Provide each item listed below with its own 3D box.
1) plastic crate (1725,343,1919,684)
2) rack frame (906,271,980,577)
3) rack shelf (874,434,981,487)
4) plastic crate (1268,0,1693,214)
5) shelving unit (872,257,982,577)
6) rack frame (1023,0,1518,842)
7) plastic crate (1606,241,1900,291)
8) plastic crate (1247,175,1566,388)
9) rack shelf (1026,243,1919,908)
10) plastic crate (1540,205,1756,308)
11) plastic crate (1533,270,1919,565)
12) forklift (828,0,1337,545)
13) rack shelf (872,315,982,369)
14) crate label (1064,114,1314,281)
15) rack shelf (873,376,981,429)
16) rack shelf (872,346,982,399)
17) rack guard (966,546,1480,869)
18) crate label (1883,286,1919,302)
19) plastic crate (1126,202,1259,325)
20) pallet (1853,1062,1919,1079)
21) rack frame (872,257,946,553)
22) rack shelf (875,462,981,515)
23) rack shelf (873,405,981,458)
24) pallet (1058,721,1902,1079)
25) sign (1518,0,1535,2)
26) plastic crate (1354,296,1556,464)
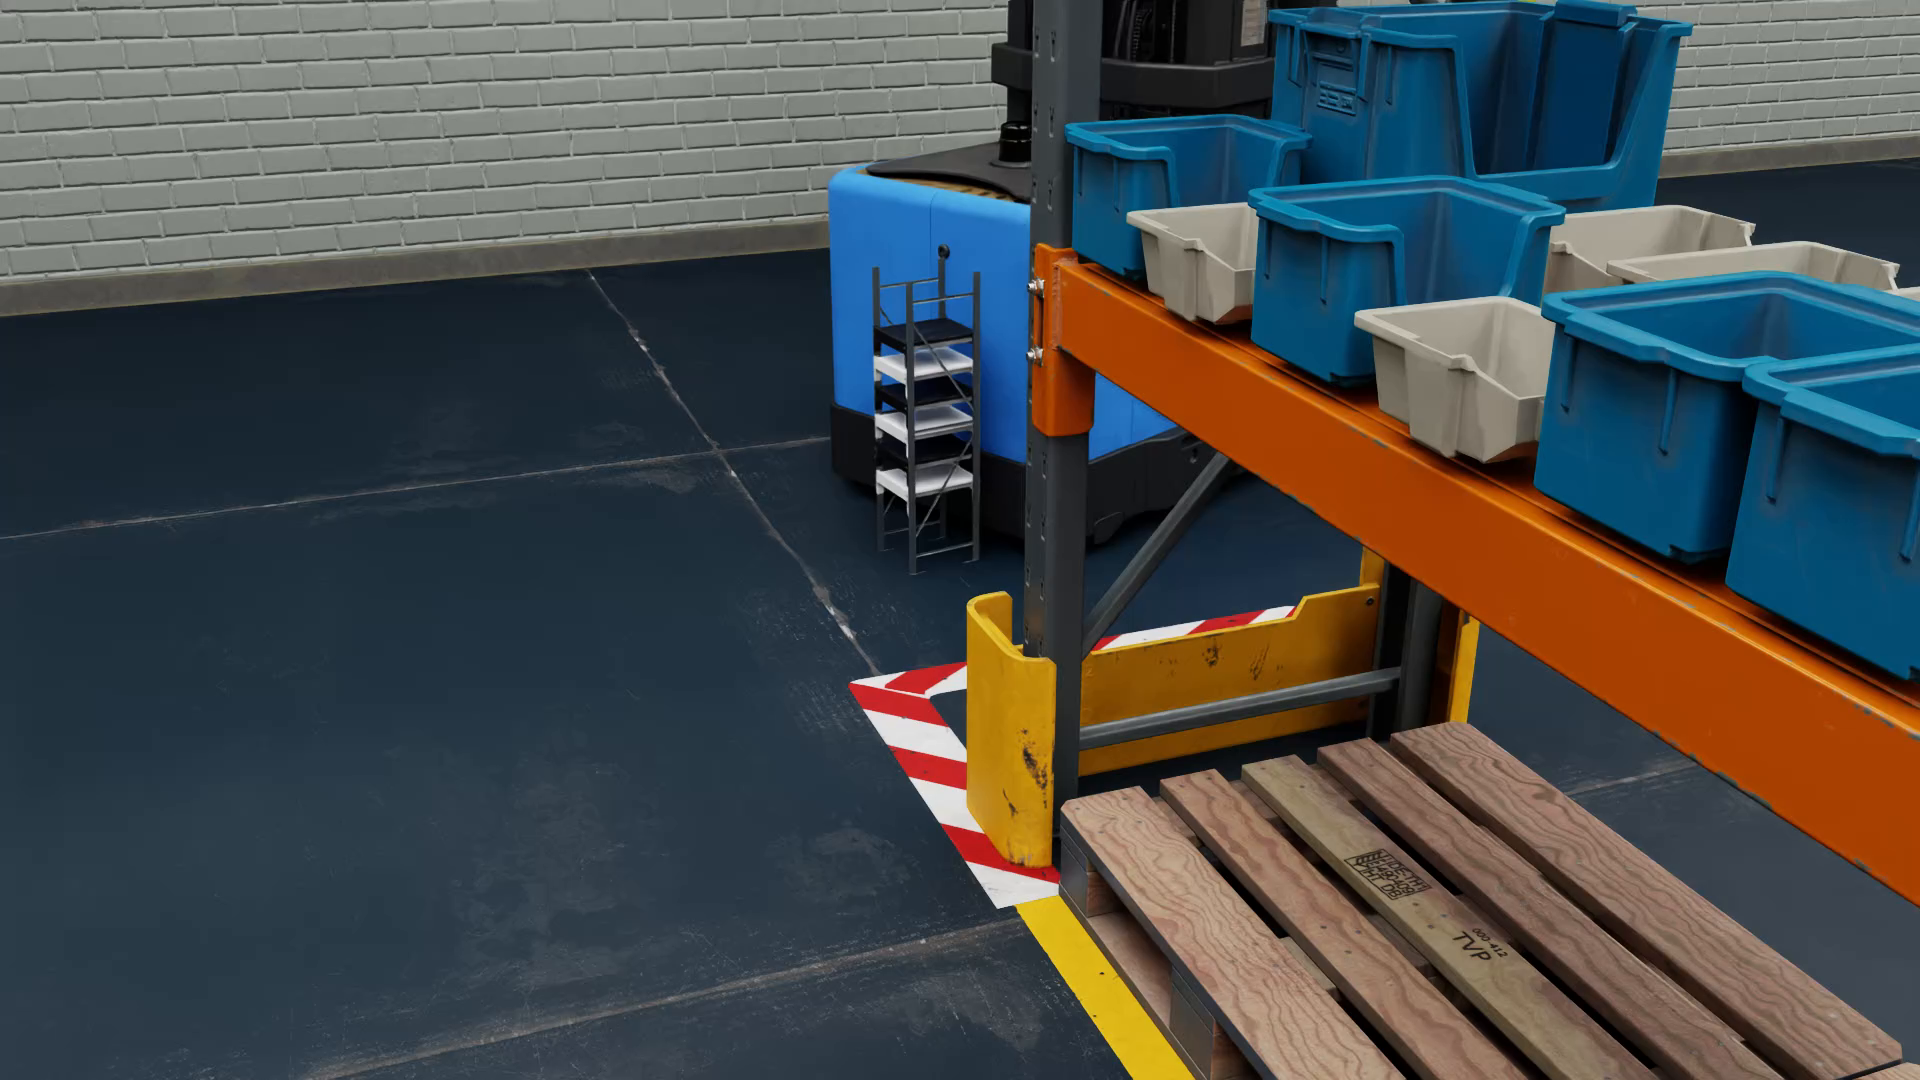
[{"bbox_3d":[0.974,-0.032,1.601,0.416,0.233,0.300,-8,24,-19],"label":"plastic crate"},{"bbox_3d":[-0.047,-0.329,4.872,0.240,0.900,0.006,-13,26,-28],"label":"rack frame"},{"bbox_3d":[-0.098,-0.249,5.000,0.258,0.077,0.200,-13,26,-28],"label":"rack shelf"},{"bbox_3d":[0.917,-0.751,3.048,0.616,0.435,0.499,-8,24,-19],"label":"plastic crate"},{"bbox_3d":[-0.098,-0.363,4.953,0.258,0.900,0.210,-13,26,-28],"label":"shelving unit"},{"bbox_3d":[0.624,-0.804,3.294,1.000,3.000,0.127,-8,24,-19],"label":"rack frame"},{"bbox_3d":[1.170,-0.331,2.435,0.396,0.136,0.243,-8,24,-19],"label":"plastic crate"},{"bbox_3d":[0.636,-0.380,2.428,0.416,0.233,0.300,-8,24,-19],"label":"plastic crate"},{"bbox_3d":[1.331,0.255,1.710,1.077,0.370,4.000,-8,24,-19],"label":"rack shelf"},{"bbox_3d":[1.081,-0.438,2.690,0.396,0.136,0.243,-8,24,-19],"label":"plastic crate"},{"bbox_3d":[0.868,-0.141,1.860,0.416,0.233,0.300,-8,24,-19],"label":"plastic crate"},{"bbox_3d":[0.941,-1.818,5.791,1.130,2.935,3.031,20,30,39],"label":"forklift"},{"bbox_3d":[-0.098,-0.581,4.861,0.258,0.077,0.200,-13,26,-28],"label":"rack shelf"},{"bbox_3d":[0.403,-0.619,2.995,0.416,0.233,0.303,-8,24,-19],"label":"crate label"},{"bbox_3d":[-0.098,-0.415,4.931,0.258,0.077,0.200,-13,26,-28],"label":"rack shelf"},{"bbox_3d":[-0.098,-0.498,4.896,0.258,0.077,0.200,-13,26,-28],"label":"rack shelf"},{"bbox_3d":[0.603,0.341,3.796,1.175,0.500,0.348,-8,24,-19],"label":"rack guard"},{"bbox_3d":[1.292,-0.233,2.203,0.396,0.136,0.243,-8,24,-19],"label":"crate label"},{"bbox_3d":[0.439,-0.447,2.710,0.250,0.136,0.298,-8,24,-19],"label":"plastic crate"},{"bbox_3d":[1.306,1.229,2.062,1.003,0.211,1.213,-8,24,-19],"label":"pallet"},{"bbox_3d":[-0.149,-0.397,5.034,0.240,0.900,0.006,-13,26,-28],"label":"rack frame"},{"bbox_3d":[-0.098,-0.166,5.035,0.258,0.077,0.200,-13,26,-28],"label":"rack shelf"},{"bbox_3d":[-0.098,-0.332,4.965,0.258,0.077,0.200,-13,26,-28],"label":"rack shelf"},{"bbox_3d":[0.879,0.786,3.112,1.003,0.211,1.213,-8,24,-19],"label":"pallet"},{"bbox_3d":[1.133,-0.960,3.456,0.100,0.325,0.005,-8,24,-19],"label":"sign"},{"bbox_3d":[0.679,-0.200,2.126,0.250,0.136,0.298,-8,24,-19],"label":"plastic crate"}]
